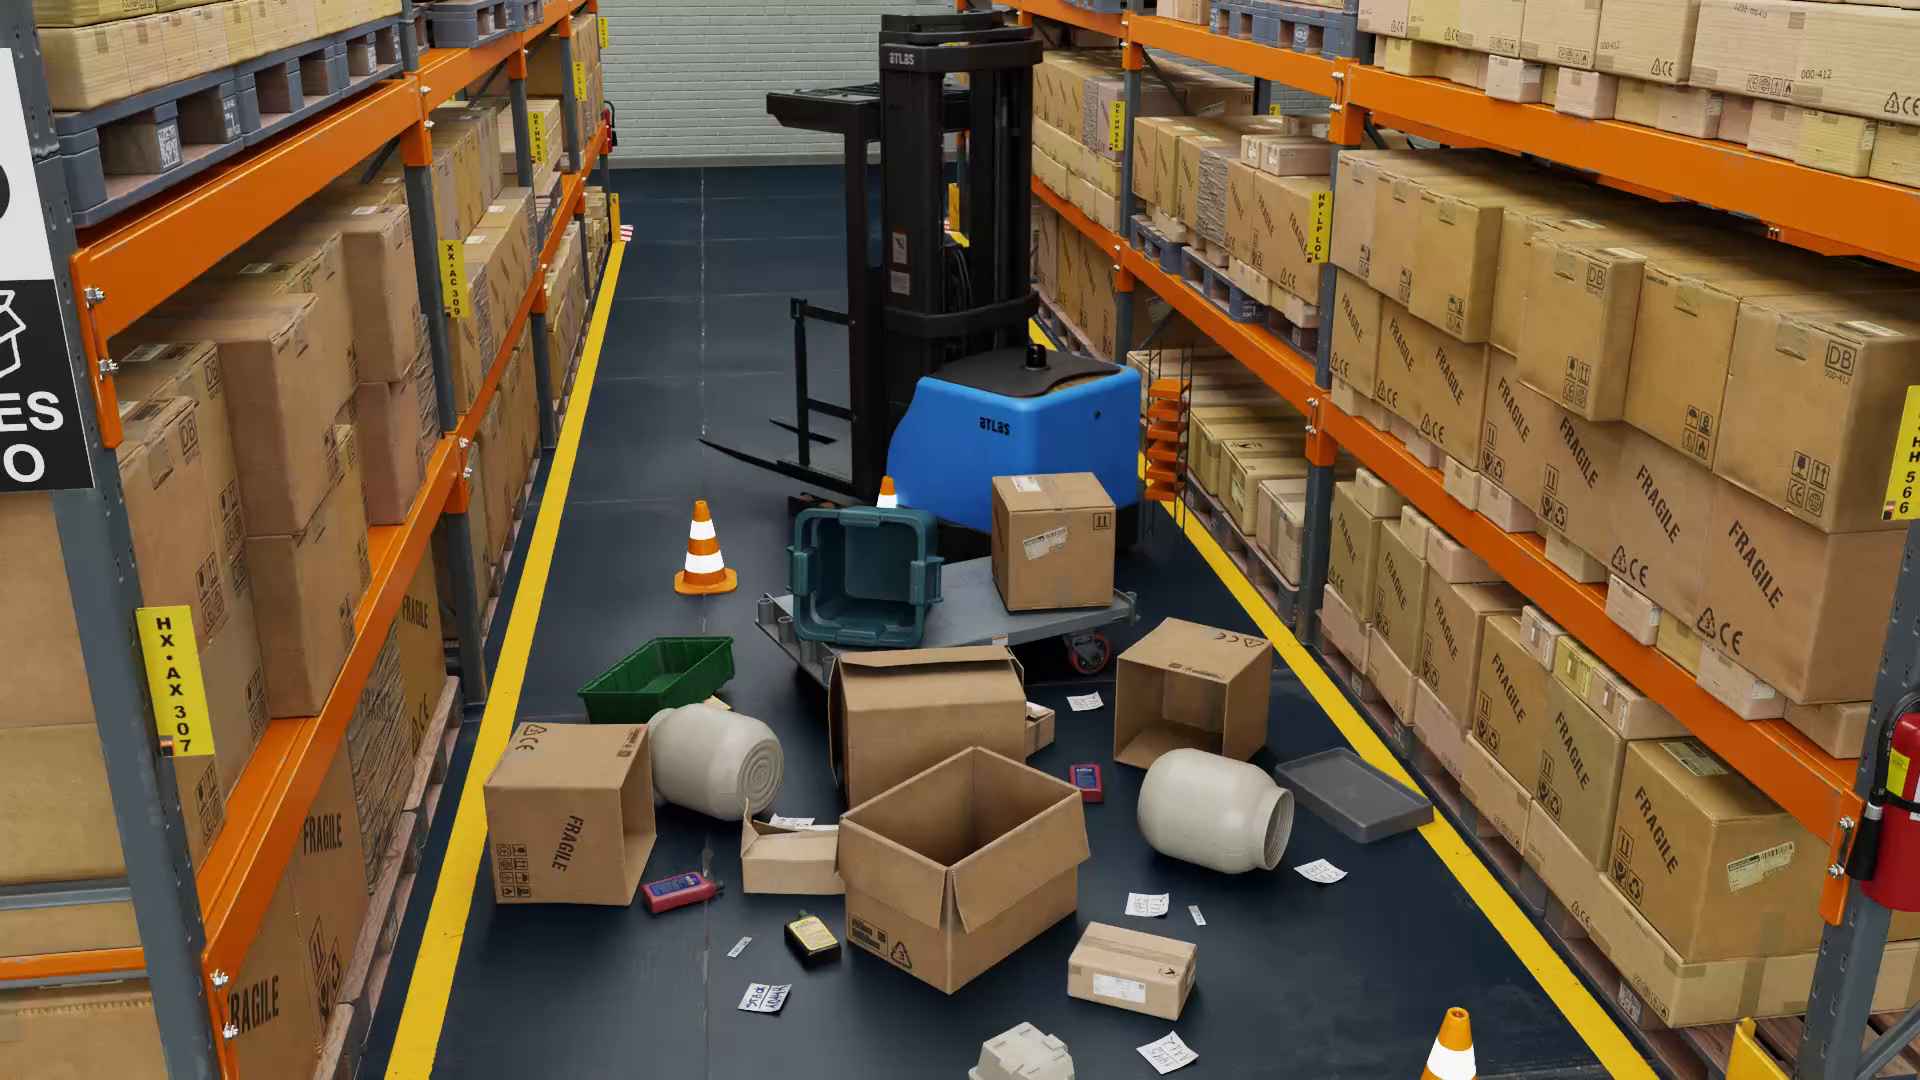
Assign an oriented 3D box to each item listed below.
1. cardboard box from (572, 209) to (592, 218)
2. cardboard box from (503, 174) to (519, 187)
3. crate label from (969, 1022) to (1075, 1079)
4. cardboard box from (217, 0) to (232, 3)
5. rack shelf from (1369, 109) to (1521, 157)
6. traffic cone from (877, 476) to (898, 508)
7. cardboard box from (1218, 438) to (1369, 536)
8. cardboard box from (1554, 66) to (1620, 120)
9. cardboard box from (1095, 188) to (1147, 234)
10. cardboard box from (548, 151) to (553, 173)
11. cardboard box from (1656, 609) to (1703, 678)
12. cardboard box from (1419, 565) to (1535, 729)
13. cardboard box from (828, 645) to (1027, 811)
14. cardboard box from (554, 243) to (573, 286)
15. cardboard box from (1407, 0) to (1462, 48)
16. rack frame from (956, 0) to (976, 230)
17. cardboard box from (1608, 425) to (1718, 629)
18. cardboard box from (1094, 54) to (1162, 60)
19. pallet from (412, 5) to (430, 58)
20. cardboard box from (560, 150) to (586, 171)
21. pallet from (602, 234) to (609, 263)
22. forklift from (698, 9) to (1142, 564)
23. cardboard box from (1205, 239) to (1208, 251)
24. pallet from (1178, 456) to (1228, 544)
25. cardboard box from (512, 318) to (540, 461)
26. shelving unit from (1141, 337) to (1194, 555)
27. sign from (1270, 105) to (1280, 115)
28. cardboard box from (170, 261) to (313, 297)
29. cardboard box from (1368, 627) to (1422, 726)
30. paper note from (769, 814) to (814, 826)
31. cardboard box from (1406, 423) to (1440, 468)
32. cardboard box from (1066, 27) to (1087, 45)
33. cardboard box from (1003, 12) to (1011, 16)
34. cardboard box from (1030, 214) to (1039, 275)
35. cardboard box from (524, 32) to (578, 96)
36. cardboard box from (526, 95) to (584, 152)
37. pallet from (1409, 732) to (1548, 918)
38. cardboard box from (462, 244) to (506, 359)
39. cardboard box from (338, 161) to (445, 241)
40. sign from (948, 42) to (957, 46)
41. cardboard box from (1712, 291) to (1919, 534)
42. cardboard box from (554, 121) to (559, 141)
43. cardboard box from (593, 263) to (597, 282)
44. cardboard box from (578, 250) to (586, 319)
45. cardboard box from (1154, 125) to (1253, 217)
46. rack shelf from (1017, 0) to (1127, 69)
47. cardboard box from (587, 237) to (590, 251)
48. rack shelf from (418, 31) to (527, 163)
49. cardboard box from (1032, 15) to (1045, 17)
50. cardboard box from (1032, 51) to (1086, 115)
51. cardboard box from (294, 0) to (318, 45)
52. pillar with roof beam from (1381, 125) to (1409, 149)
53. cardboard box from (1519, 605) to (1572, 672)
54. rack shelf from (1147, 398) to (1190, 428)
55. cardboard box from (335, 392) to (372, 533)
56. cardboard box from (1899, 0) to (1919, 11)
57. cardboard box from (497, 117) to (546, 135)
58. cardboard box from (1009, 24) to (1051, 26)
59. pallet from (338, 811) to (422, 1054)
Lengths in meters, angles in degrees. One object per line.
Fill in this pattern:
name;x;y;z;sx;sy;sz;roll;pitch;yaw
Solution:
cardboard box;-3.888;-3.214;16.658;0.380;0.149;0.250;-3;21;-7
cardboard box;-3.138;-2.413;11.223;0.380;0.149;0.250;-2;21;-5
crate label;0.207;1.630;5.156;0.250;0.136;0.298;-15;25;-35
cardboard box;-2.077;-1.495;4.192;0.500;0.250;0.500;-3;21;-8
rack shelf;5.663;-4.294;17.953;1.077;0.370;4.000;-3;21;-8
traffic cone;-0.402;-0.137;9.422;0.336;0.463;0.334;-3;21;-8
cardboard box;2.008;-0.313;9.422;0.950;0.372;0.625;-2;21;-4
cardboard box;2.176;-1.458;5.405;0.380;0.149;0.250;-3;21;-8
cardboard box;1.287;-2.393;12.051;0.500;0.250;0.500;-4;21;-10
cardboard box;-3.437;-2.994;13.205;0.380;0.149;0.250;-4;21;-10
cardboard box;2.342;0.295;4.998;0.380;0.149;0.250;-3;21;-9
cardboard box;2.173;0.406;6.601;0.500;0.500;0.500;-2;21;-5
cardboard box;-0.132;0.770;6.741;0.797;0.637;0.503;-3;21;-8
cardboard box;-3.335;-2.173;13.147;0.500;0.250;0.500;-4;21;-10
cardboard box;2.069;-2.047;6.411;0.500;0.250;0.500;-3;21;-8
rack frame;0.463;-5.071;19.008;1.000;3.000;0.127;-3;21;-8
cardboard box;2.351;-0.066;5.037;0.500;0.500;0.500;-3;21;-8
cardboard box;1.435;-3.881;14.248;0.500;0.500;0.500;-3;21;-7
pallet;-2.872;-2.263;7.473;0.805;0.209;1.217;-4;21;-10
cardboard box;-3.561;-3.399;14.888;0.380;0.149;0.250;-2;21;-6
pallet;-4.327;-3.171;17.905;1.003;0.211;1.213;-3;21;-8
forklift;-0.391;-1.547;9.669;3.031;2.935;1.130;19;27;40
cardboard box;1.691;-1.791;9.982;0.380;0.149;0.250;-2;21;-6
pallet;1.900;-0.303;10.226;1.003;0.211;1.213;-3;21;-8
cardboard box;-3.268;-0.944;10.573;1.050;0.750;0.750;-3;21;-8
shelving unit;1.173;-0.529;9.419;0.189;1.200;0.258;8;22;20
sign;2.152;-2.838;11.485;0.100;0.325;0.005;-3;21;-8
cardboard box;-2.451;-0.517;5.056;0.875;0.550;0.500;-3;21;-8
cardboard box;2.099;0.577;7.214;0.500;0.250;0.500;-2;21;-5
paper note;-0.684;1.140;6.630;0.172;0.023;0.155;4;21;11
cardboard box;2.078;-0.411;6.889;0.380;0.149;0.250;-2;21;-6
cardboard box;1.198;-4.716;15.557;0.380;0.149;0.250;-3;21;-7
cardboard box;0.349;-5.667;18.102;0.380;0.149;0.250;-2;21;-6
cardboard box;1.056;-2.906;16.271;0.875;0.438;0.875;-3;21;-9
cardboard box;-3.668;-4.225;14.744;0.500;0.500;0.500;-2;21;-6
cardboard box;-3.666;-3.772;14.961;0.500;0.500;0.500;-3;21;-9
pallet;2.504;1.044;6.620;1.003;0.211;1.213;-3;21;-8
cardboard box;-2.643;-1.223;8.559;0.500;0.500;0.500;-3;21;-8
cardboard box;-2.844;-1.497;7.865;0.700;0.500;0.500;-3;21;-9
sign;-0.087;-5.488;18.773;0.100;0.325;0.005;-3;21;-8
cardboard box;2.480;-0.352;4.375;0.700;0.500;0.500;-3;21;-9
cardboard box;-3.552;-3.401;13.870;0.380;0.149;0.250;-3;21;-7
cardboard box;-3.617;-2.498;15.590;0.380;0.149;0.250;-2;21;-6
cardboard box;-3.488;-2.184;14.249;0.500;0.500;0.500;-3;21;-9
cardboard box;1.534;-2.337;10.518;0.500;0.500;0.500;-2;21;-5
rack shelf;1.328;-4.062;13.047;1.077;0.370;4.000;-3;21;-8
cardboard box;-3.828;-2.900;16.242;0.380;0.149;0.250;-2;21;-5
rack shelf;-2.979;-2.393;8.576;1.077;0.370;4.000;-3;21;-8
cardboard box;0.857;-5.421;17.445;0.380;0.149;0.250;-3;21;-8
cardboard box;0.819;-4.035;14.660;0.500;0.500;0.500;-3;21;-7
cardboard box;-2.101;-1.525;4.840;0.380;0.149;0.250;-3;21;-8
pillar with roof beam;1.618;-8.895;20.671;9.100;9.000;0.400;-3;21;-8
cardboard box;2.207;0.338;5.855;0.380;0.149;0.250;-2;21;-5
rack shelf;1.173;-0.713;9.350;0.180;0.103;0.258;8;22;20
cardboard box;-2.563;-0.193;5.731;0.875;0.550;0.550;-3;21;-8
cardboard box;2.429;-1.295;3.829;0.380;0.149;0.250;-3;21;-7
cardboard box;-3.406;-3.179;12.850;0.380;0.149;0.250;-4;21;-10
cardboard box;0.669;-4.867;15.960;0.380;0.149;0.250;-3;21;-8
pallet;-2.479;1.365;5.760;1.003;0.211;1.213;-3;21;-8
